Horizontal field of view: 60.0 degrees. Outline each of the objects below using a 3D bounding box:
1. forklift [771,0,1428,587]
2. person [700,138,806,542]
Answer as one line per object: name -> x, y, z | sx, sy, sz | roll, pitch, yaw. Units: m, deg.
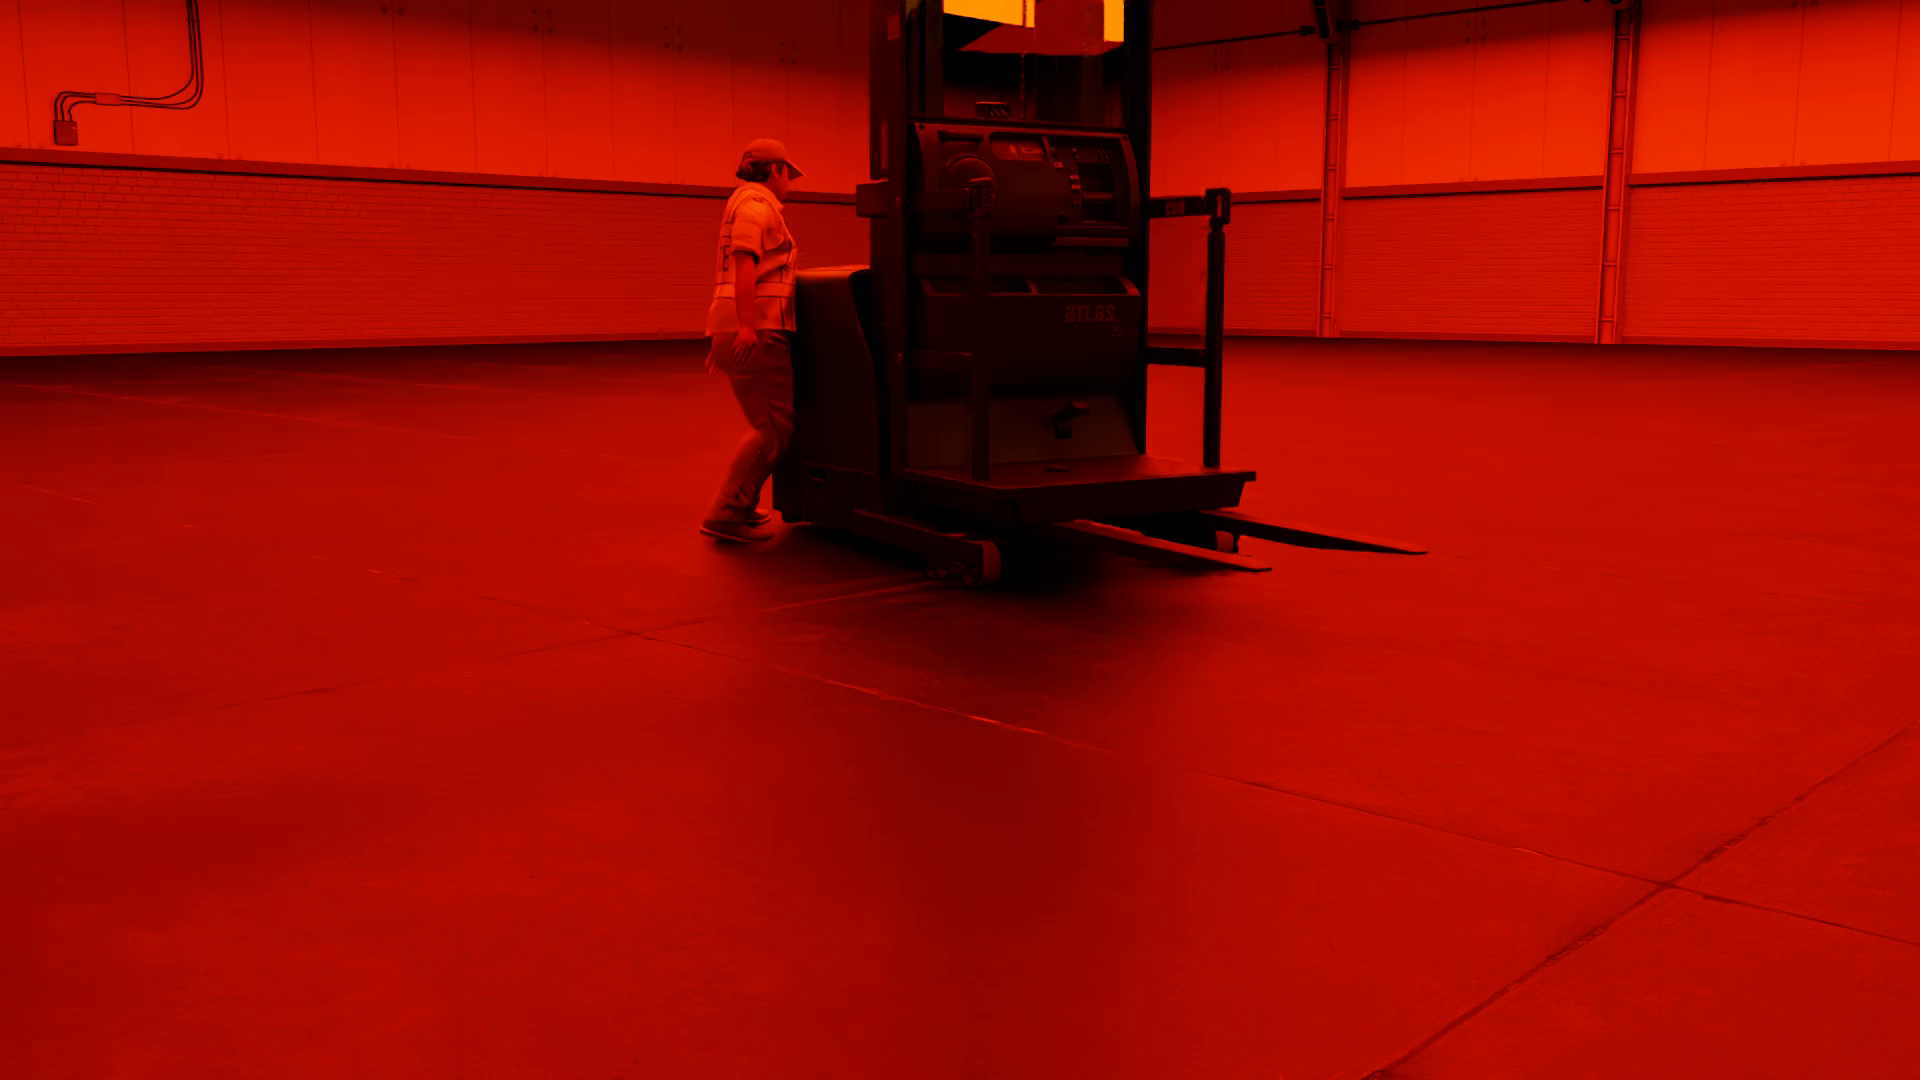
forklift -> 0.364, -1.365, 5.939 | 1.130, 2.935, 3.031 | -5, 10, -30
person -> -0.846, -0.811, 6.781 | 0.482, 1.630, 0.836 | -2, 9, -12
